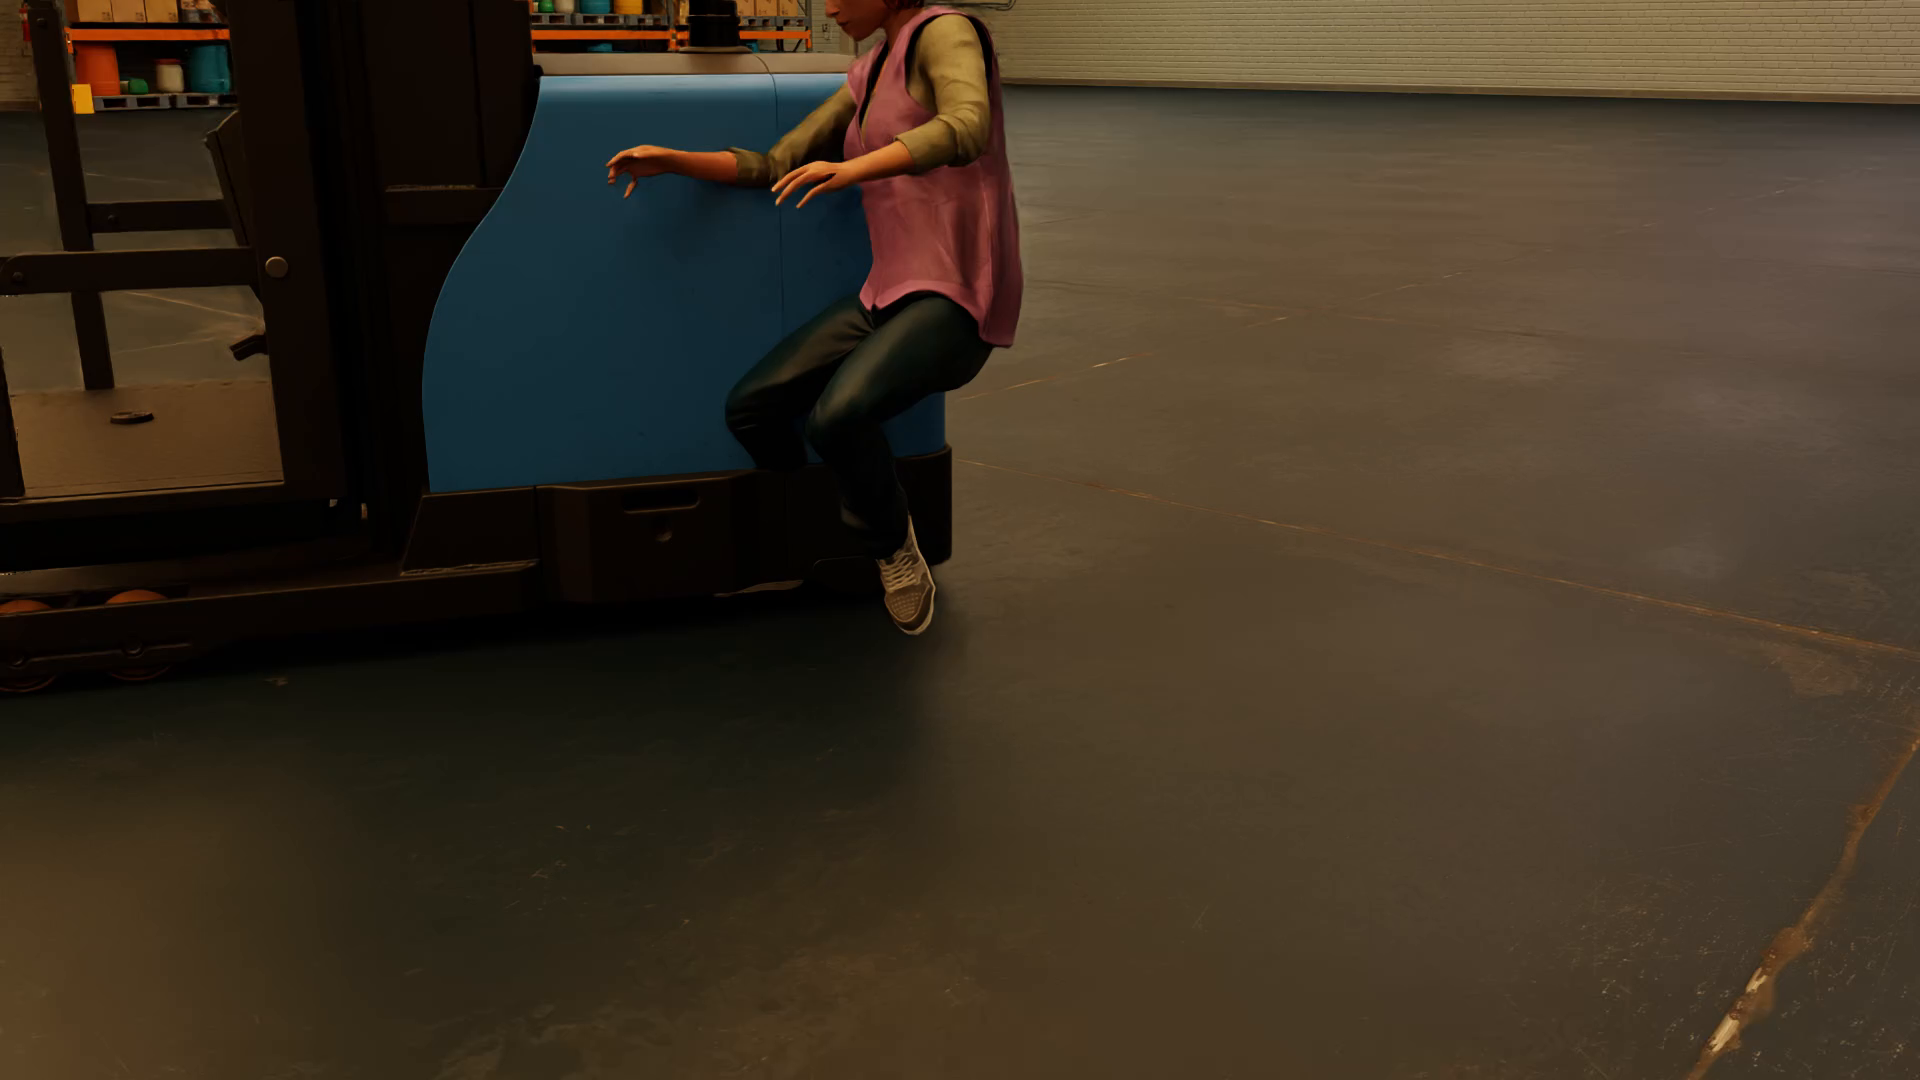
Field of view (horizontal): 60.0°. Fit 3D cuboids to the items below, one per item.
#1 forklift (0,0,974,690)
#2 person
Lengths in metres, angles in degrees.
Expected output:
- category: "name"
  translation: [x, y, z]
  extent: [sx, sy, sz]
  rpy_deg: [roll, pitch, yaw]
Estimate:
- category: "forklift"
  translation: [-1.546, -1.300, 3.177]
  extent: [3.031, 2.935, 1.130]
  rpy_deg: [-5, 18, -17]
- category: "person"
  translation: [-0.227, -0.417, 3.011]
  extent: [0.673, 1.366, 0.874]
  rpy_deg: [-8, 19, -24]
